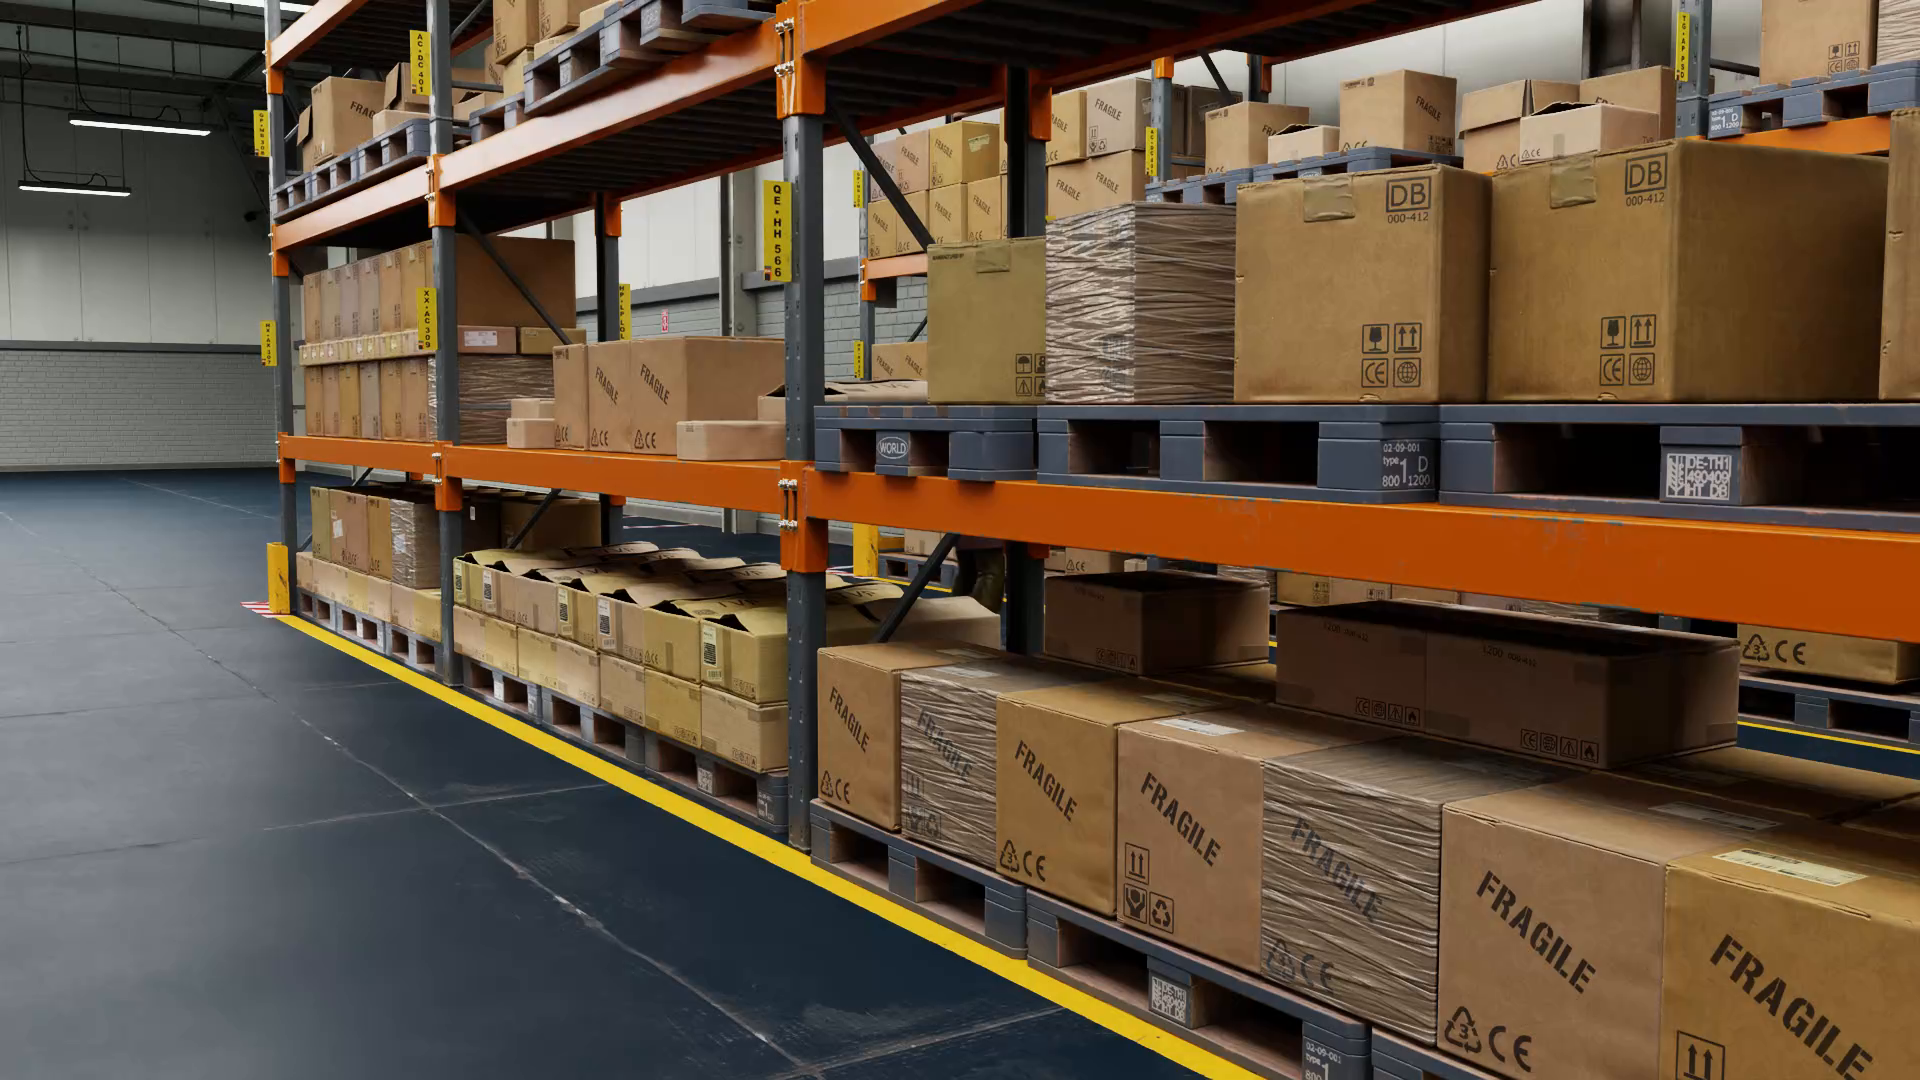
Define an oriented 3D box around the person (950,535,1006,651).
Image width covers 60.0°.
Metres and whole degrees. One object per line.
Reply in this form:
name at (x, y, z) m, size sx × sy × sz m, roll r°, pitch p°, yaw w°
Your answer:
person at (0.105, -0.174, 10.066) m, size 0.378 × 1.773 × 0.564 m, roll -3°, pitch 5°, yaw -33°
